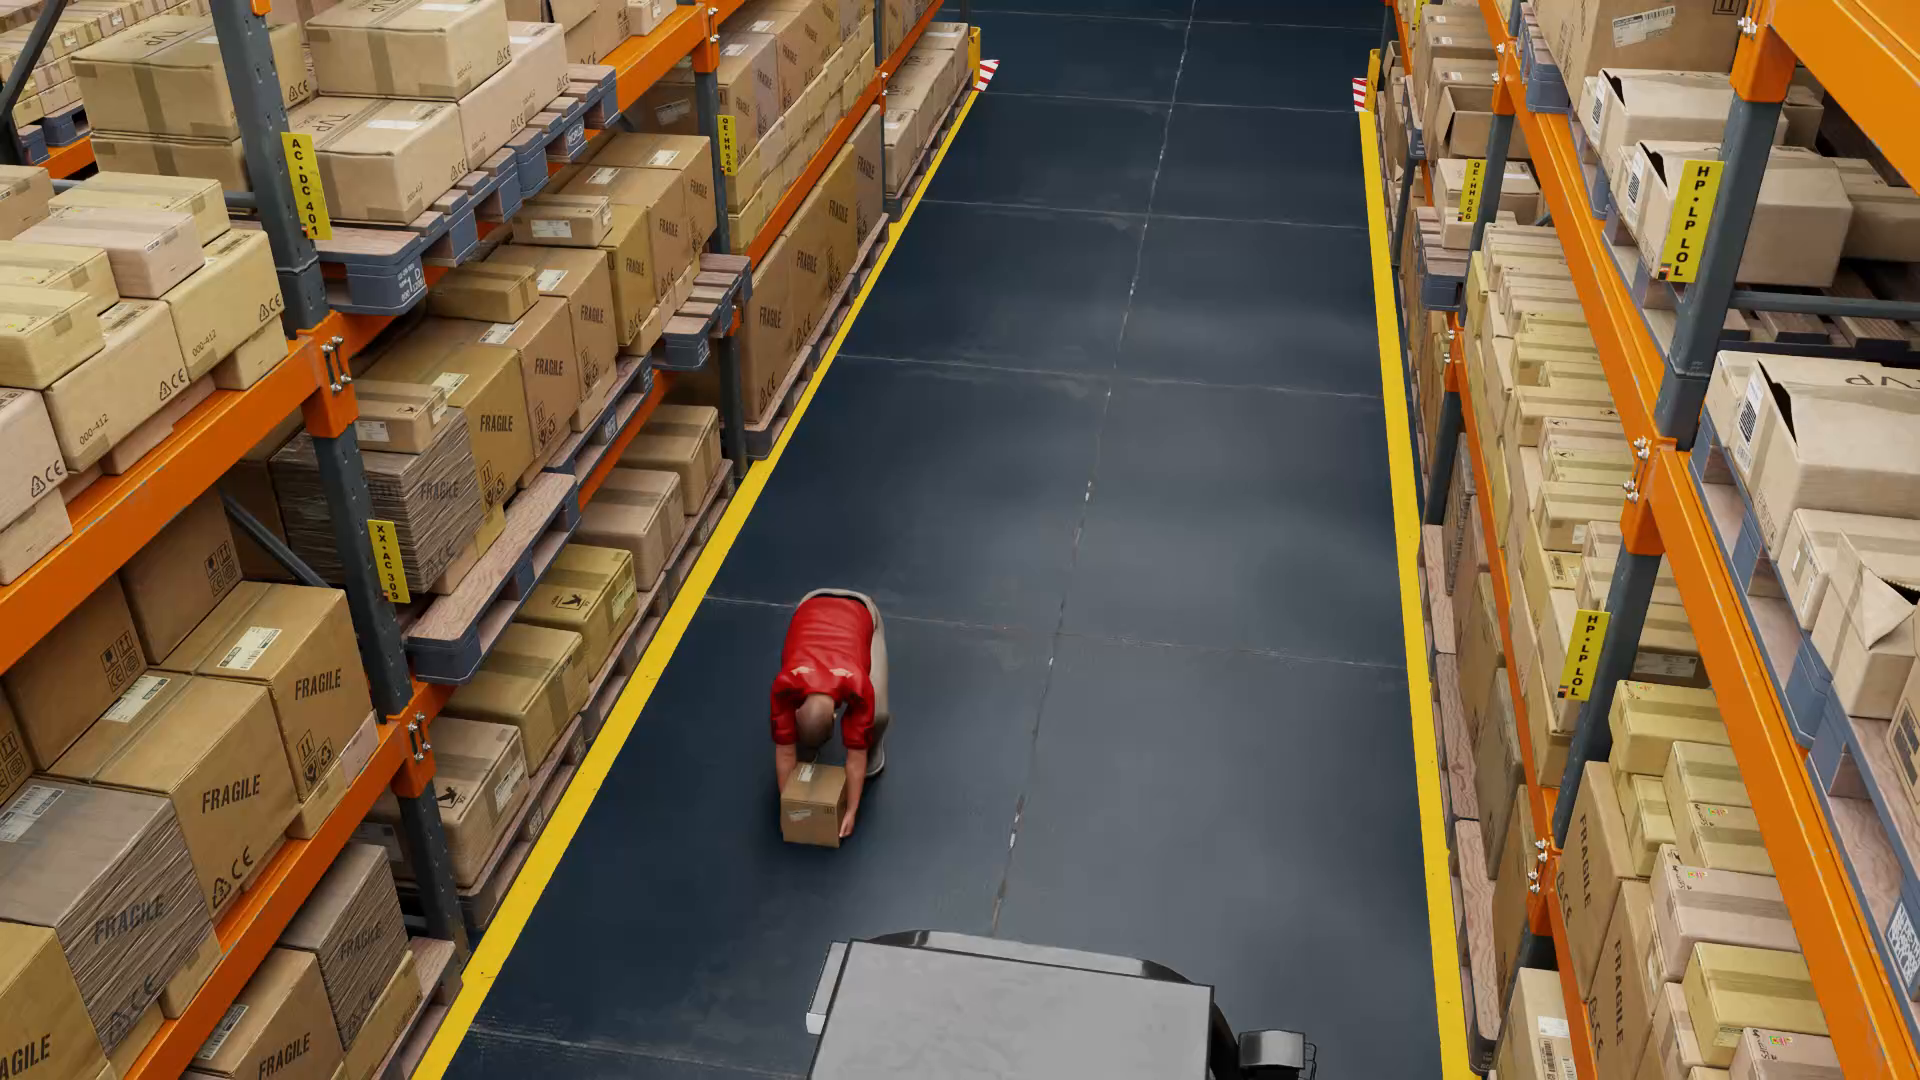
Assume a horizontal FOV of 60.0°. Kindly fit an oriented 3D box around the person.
[{"bbox_3d":[-0.583,0.748,7.442,0.545,0.845,0.957,4,32,6],"label":"person"}]
